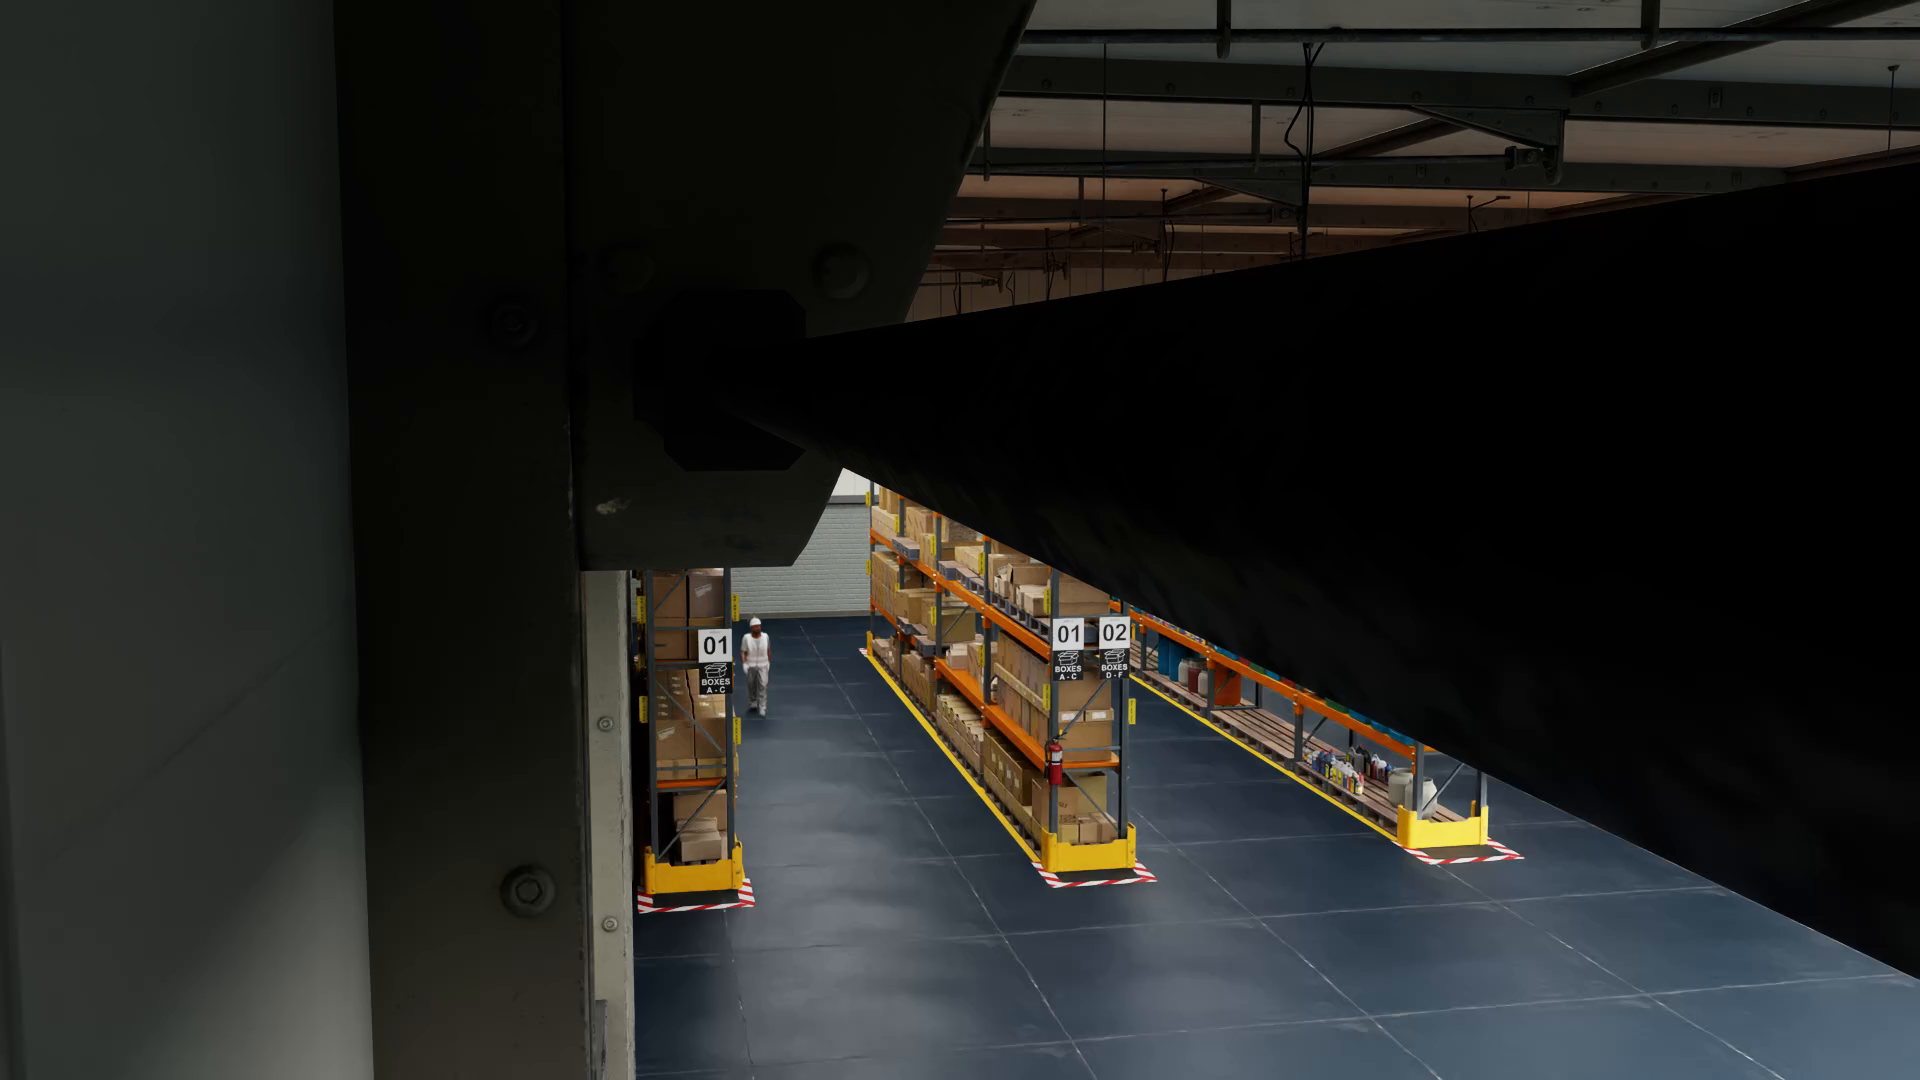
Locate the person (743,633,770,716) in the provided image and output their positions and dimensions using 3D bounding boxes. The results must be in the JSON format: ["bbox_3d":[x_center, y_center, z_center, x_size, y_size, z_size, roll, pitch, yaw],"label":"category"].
[{"bbox_3d":[-3.707,2.423,30.294,0.499,1.455,1.069,-1,6,-8],"label":"person"}]
